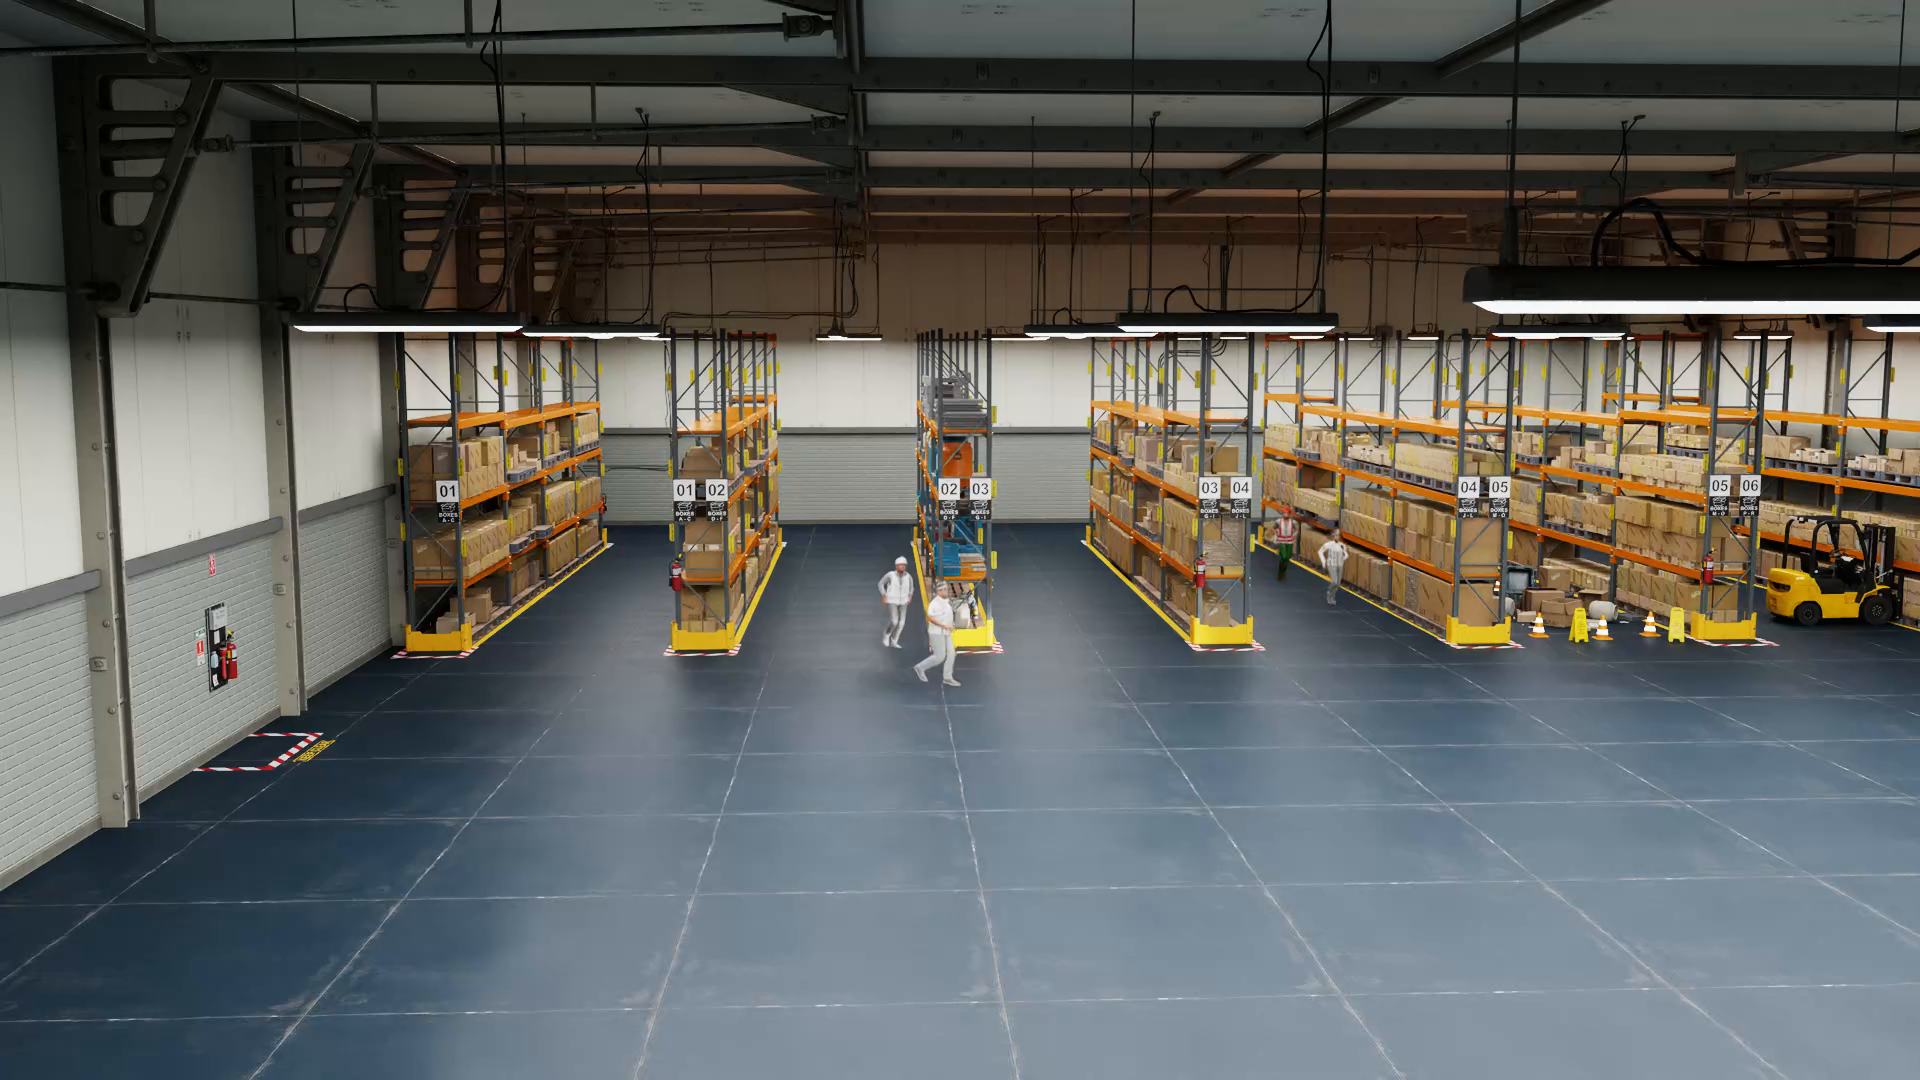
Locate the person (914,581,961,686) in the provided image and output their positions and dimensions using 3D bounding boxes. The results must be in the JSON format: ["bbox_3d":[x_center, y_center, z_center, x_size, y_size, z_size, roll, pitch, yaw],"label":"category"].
[{"bbox_3d":[-0.360,1.564,27.980,0.794,1.786,0.689,3,7,21],"label":"person"}]

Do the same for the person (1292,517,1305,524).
[{"bbox_3d":[9.984,-0.860,48.928,0.690,1.651,0.541,-5,8,-36],"label":"person"}]

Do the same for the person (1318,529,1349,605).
[{"bbox_3d":[8.226,0.593,36.426,0.587,1.674,0.639,-2,7,-13],"label":"person"}]

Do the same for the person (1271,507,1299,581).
[{"bbox_3d":[7.896,0.111,40.244,0.620,1.806,0.709,0,7,-2],"label":"person"}]

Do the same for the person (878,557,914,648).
[{"bbox_3d":[-1.160,1.186,31.294,0.657,1.743,0.607,-3,7,-24],"label":"person"}]
